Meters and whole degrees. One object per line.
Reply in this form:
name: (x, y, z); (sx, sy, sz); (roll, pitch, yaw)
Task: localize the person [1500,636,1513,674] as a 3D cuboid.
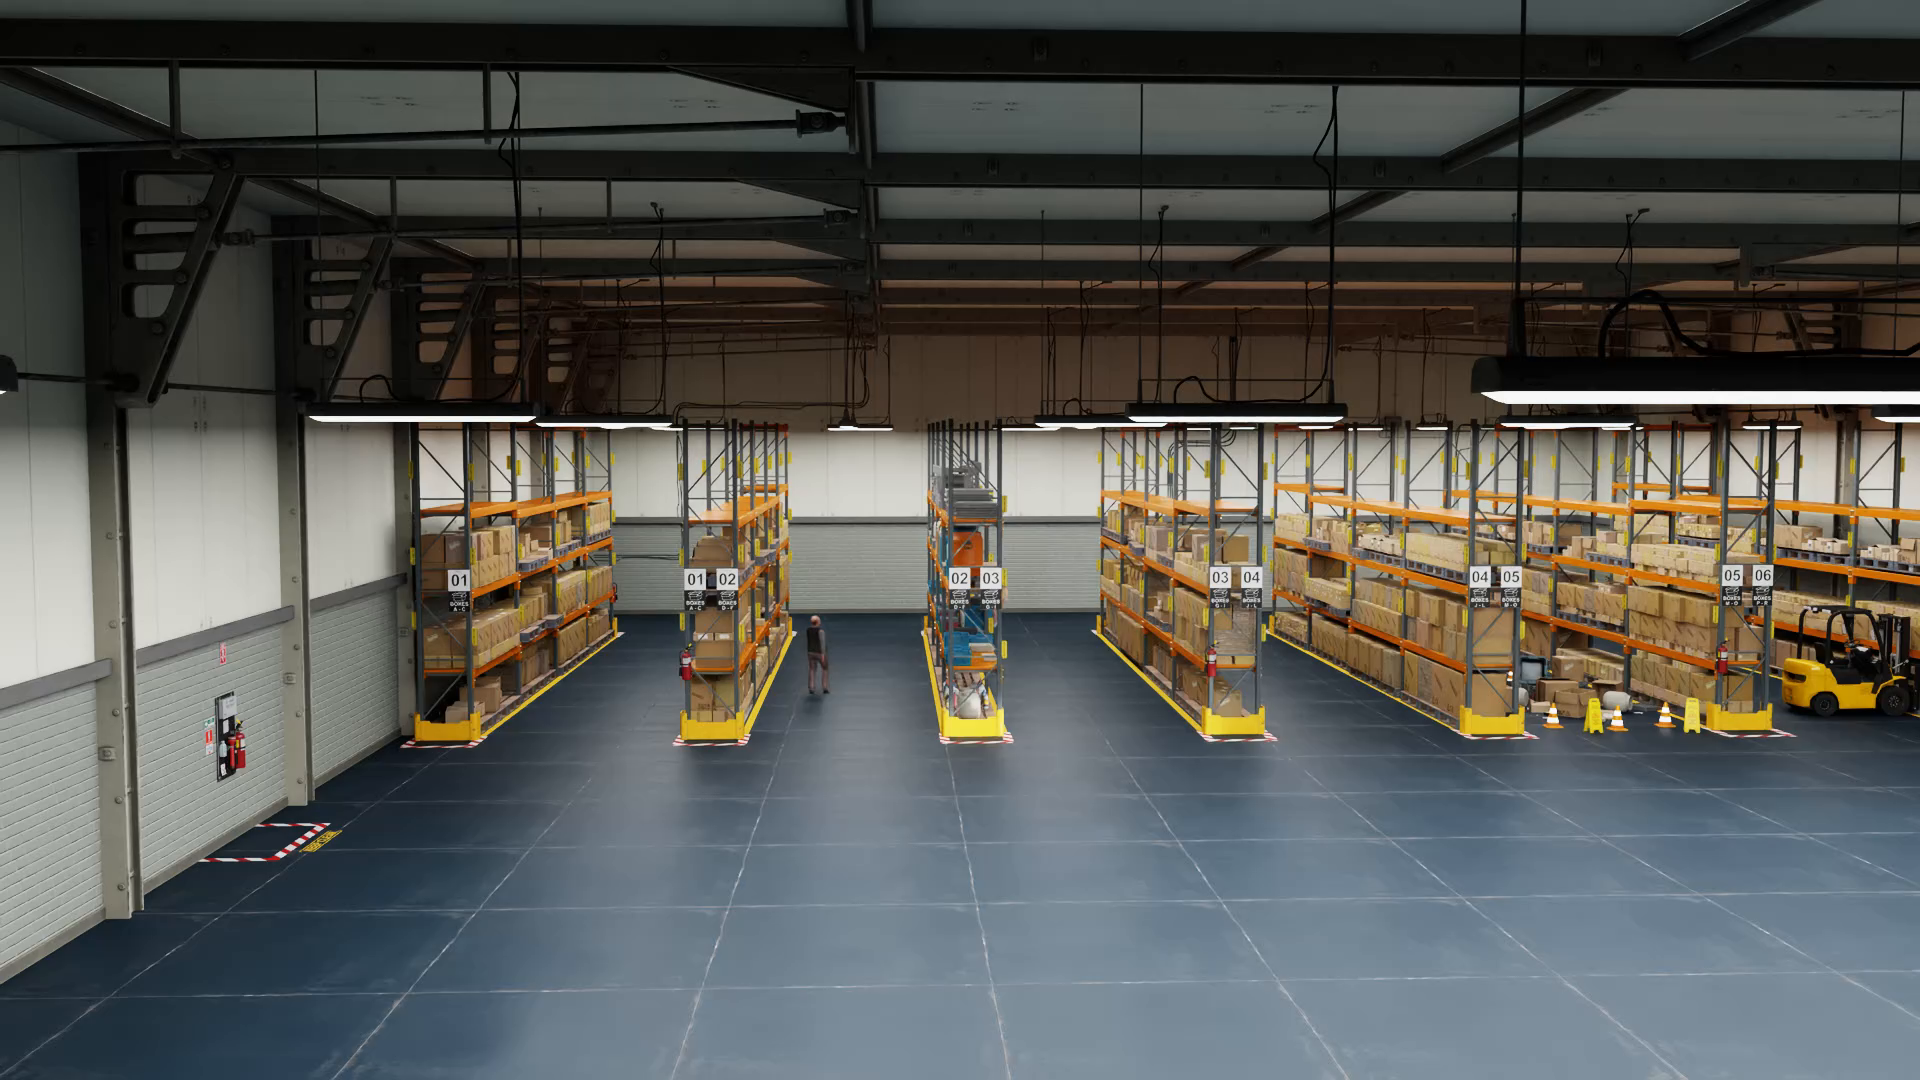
person: (13.000, 2.362, 39.591); (0.556, 1.686, 0.767); (-1, 4, -13)

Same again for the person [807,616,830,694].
person: (-3.128, 2.552, 36.568); (0.530, 1.792, 0.581); (2, 4, 25)

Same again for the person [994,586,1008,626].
person: (1.195, 1.727, 49.373); (0.455, 1.605, 1.030); (0, 4, -8)
